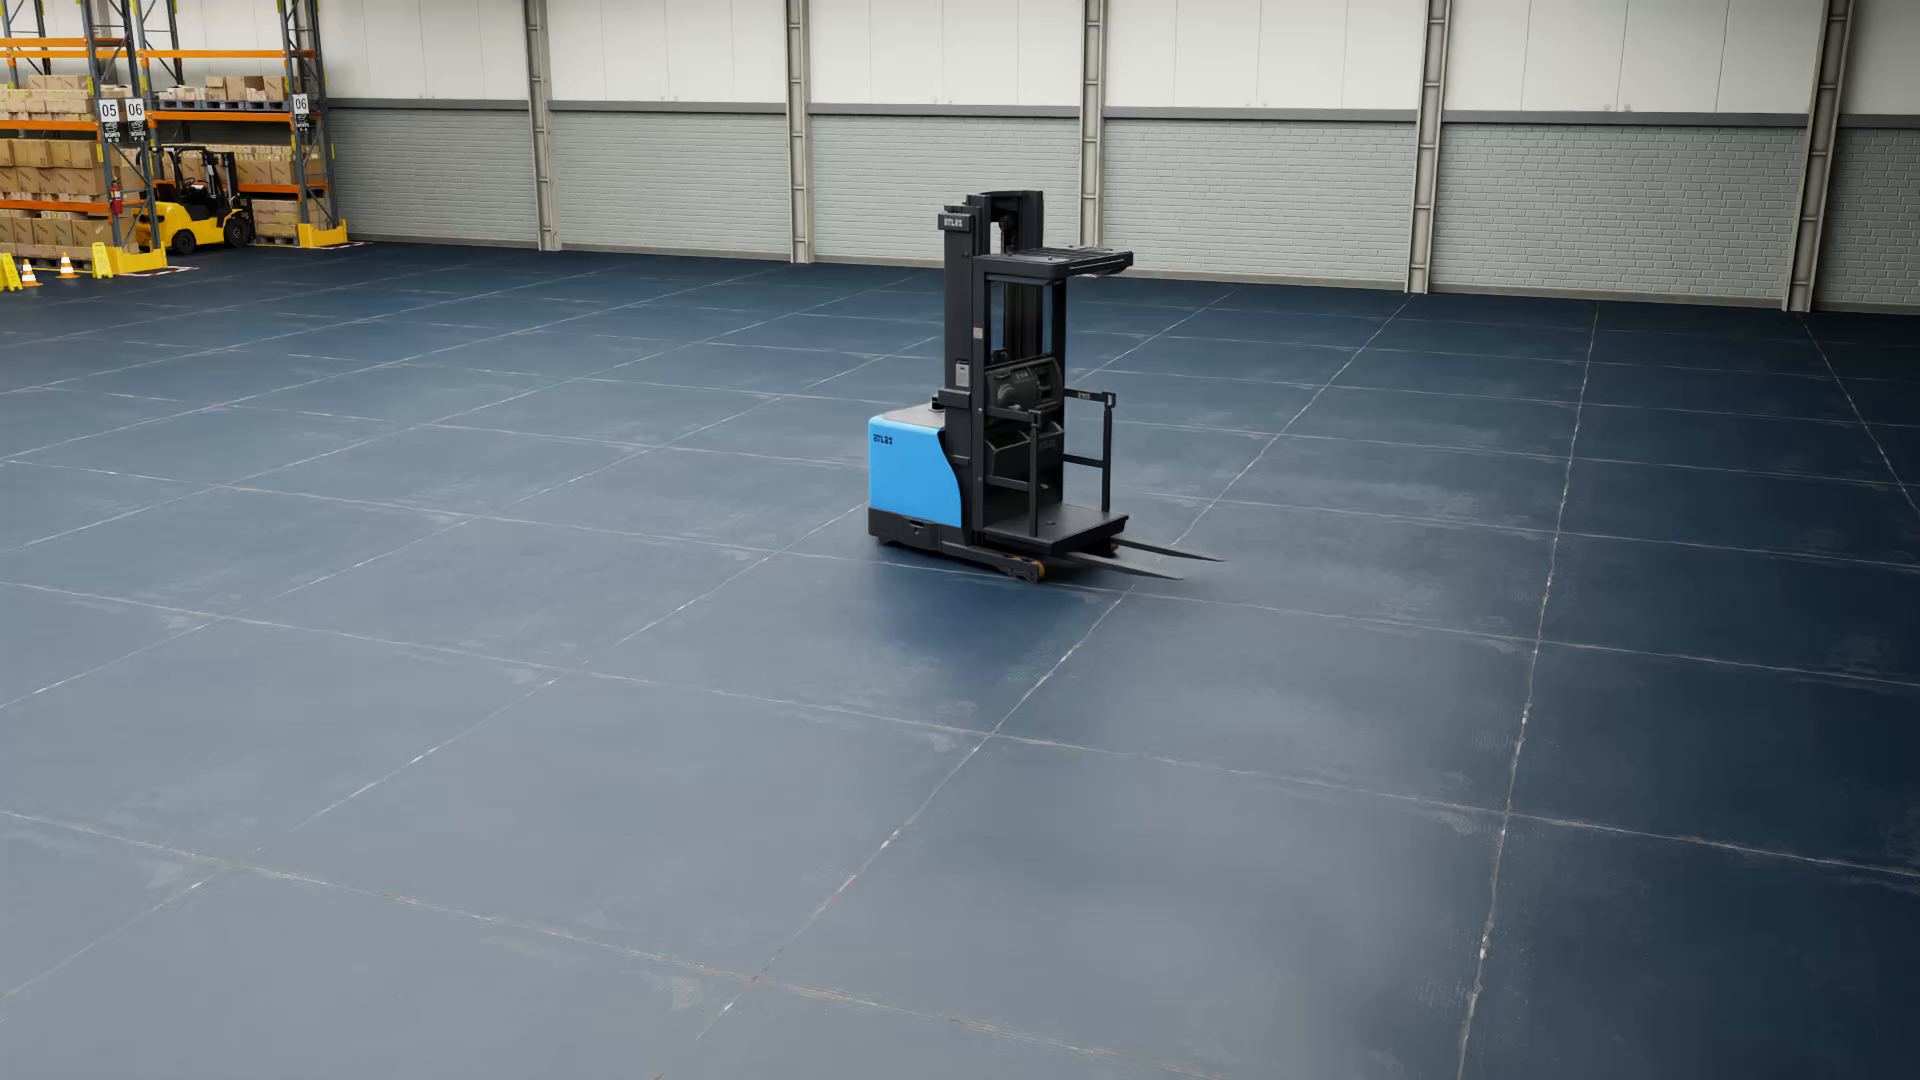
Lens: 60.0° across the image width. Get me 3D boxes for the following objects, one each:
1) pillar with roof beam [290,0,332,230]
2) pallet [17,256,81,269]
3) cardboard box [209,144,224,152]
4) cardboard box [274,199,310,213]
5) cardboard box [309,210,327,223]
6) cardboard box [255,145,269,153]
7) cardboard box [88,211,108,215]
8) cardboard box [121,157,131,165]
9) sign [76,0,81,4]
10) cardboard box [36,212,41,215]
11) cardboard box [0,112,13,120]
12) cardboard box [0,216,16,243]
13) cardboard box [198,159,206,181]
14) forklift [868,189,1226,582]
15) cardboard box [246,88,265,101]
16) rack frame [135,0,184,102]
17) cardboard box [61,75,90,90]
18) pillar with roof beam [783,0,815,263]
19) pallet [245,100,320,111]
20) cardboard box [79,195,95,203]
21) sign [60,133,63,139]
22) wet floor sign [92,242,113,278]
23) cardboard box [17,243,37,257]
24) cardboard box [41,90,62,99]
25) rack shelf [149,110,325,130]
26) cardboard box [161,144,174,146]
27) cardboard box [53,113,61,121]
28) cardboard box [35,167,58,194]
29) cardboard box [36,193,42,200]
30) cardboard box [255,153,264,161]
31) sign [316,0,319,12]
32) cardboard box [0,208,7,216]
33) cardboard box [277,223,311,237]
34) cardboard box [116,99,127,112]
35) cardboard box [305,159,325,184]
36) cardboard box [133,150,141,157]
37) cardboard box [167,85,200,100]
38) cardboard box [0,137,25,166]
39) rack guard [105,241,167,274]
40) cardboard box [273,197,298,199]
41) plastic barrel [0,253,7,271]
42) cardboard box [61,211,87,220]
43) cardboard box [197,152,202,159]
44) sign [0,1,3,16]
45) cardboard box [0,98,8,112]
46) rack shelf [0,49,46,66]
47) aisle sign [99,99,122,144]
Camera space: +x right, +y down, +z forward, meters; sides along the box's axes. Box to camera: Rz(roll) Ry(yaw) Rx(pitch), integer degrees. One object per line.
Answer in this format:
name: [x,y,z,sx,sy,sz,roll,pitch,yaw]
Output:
pillar with roof beam: [-15.897,-10.009,32.510,0.400,9.000,9.100,6,17,21]
pallet: [-17.763,-5.538,32.871,1.213,0.211,1.003,6,17,21]
cardboard box: [-16.307,-8.630,36.645,0.250,0.149,0.380,6,17,20]
cardboard box: [-14.544,-7.267,36.211,0.500,0.250,0.500,7,18,22]
cardboard box: [-14.362,-7.163,36.749,0.500,0.250,0.500,7,17,22]
cardboard box: [-15.110,-8.506,36.216,0.250,0.149,0.380,6,17,21]
cardboard box: [-19.630,-7.618,38.541,0.625,0.625,0.875,6,17,18]
cardboard box: [-18.754,-8.552,37.622,0.500,0.250,0.500,6,17,19]
sign: [-16.041,-9.916,30.229,0.005,0.325,0.100,6,17,21]
cardboard box: [-18.417,-6.260,33.190,0.500,0.500,0.500,7,17,22]
cardboard box: [-18.173,-8.131,31.871,0.250,0.149,0.380,6,17,20]
cardboard box: [-18.587,-6.120,32.709,0.500,0.500,0.500,7,18,23]
cardboard box: [-16.443,-8.183,36.802,0.500,0.500,0.500,6,17,20]
forklift: [0.681,-1.241,13.191,3.031,2.935,1.130,13,21,38]
cardboard box: [-15.119,-9.597,35.780,0.258,0.266,0.396,6,17,21]
rack frame: [-17.722,-11.230,36.715,0.127,3.000,1.000,6,17,21]
cardboard box: [-19.912,-10.255,37.625,0.500,0.500,0.500,7,17,22]
pillar with roof beam: [-4.734,-8.782,28.282,0.400,9.000,9.100,6,17,21]
pallet: [-14.649,-9.417,36.009,1.213,0.211,1.003,6,17,21]
cardboard box: [-16.521,-6.511,31.672,0.250,0.149,0.380,6,17,20]
sign: [-21.242,-9.458,39.297,0.005,0.325,0.100,6,17,21]
wet floor sign: [-16.034,-5.224,31.012,0.232,0.644,0.267,14,21,40]
cardboard box: [-18.095,-5.707,32.629,0.500,0.250,0.500,6,17,20]
cardboard box: [-17.153,-8.437,31.494,0.250,0.149,0.380,6,17,21]
rack shelf: [-15.861,-9.239,36.529,4.000,0.370,1.077,6,17,21]
cardboard box: [-17.534,-8.742,37.028,0.250,0.149,0.380,7,17,22]
cardboard box: [-16.942,-8.032,31.530,0.250,0.149,0.380,6,17,21]
cardboard box: [-17.353,-6.931,31.956,0.500,0.500,0.500,6,17,20]
cardboard box: [-17.660,-6.675,32.238,0.250,0.149,0.380,6,17,21]
cardboard box: [-15.120,-8.351,36.217,0.250,0.149,0.380,6,17,20]
sign: [-13.791,-11.489,35.647,0.005,0.325,0.100,6,17,21]
cardboard box: [-18.996,-6.455,32.699,0.250,0.149,0.380,7,17,21]
cardboard box: [-14.554,-6.787,36.350,0.500,0.250,0.500,6,17,21]
cardboard box: [-16.189,-8.284,31.683,0.500,0.250,0.500,6,17,20]
cardboard box: [-14.360,-8.110,36.551,0.500,0.500,0.500,7,18,22]
cardboard box: [-18.368,-8.707,37.444,0.250,0.149,0.380,6,17,20]
cardboard box: [-17.037,-9.848,36.563,0.500,0.311,0.500,7,17,22]
cardboard box: [-18.286,-7.515,32.172,0.500,0.500,0.700,6,17,19]
rack guard: [-15.889,-5.459,32.082,0.348,0.500,1.175,6,17,21]
cardboard box: [-14.845,-7.449,36.839,0.500,0.250,0.500,6,17,21]
plastic barrel: [-18.296,-5.233,31.441,0.512,0.421,0.421,-9,18,-27]
cardboard box: [-17.026,-6.239,31.955,0.250,0.149,0.380,7,18,22]
cardboard box: [-16.582,-8.490,36.696,0.250,0.149,0.380,6,17,20]
sign: [-21.633,-11.984,37.495,0.005,0.325,0.100,6,17,21]
cardboard box: [-18.286,-8.351,31.916,0.500,0.250,0.500,6,17,21]
rack shelf: [-23.303,-11.306,38.986,4.000,0.370,1.077,6,17,21]
aisle sign: [-15.867,-7.819,31.063,0.004,0.787,0.394,6,17,21]
